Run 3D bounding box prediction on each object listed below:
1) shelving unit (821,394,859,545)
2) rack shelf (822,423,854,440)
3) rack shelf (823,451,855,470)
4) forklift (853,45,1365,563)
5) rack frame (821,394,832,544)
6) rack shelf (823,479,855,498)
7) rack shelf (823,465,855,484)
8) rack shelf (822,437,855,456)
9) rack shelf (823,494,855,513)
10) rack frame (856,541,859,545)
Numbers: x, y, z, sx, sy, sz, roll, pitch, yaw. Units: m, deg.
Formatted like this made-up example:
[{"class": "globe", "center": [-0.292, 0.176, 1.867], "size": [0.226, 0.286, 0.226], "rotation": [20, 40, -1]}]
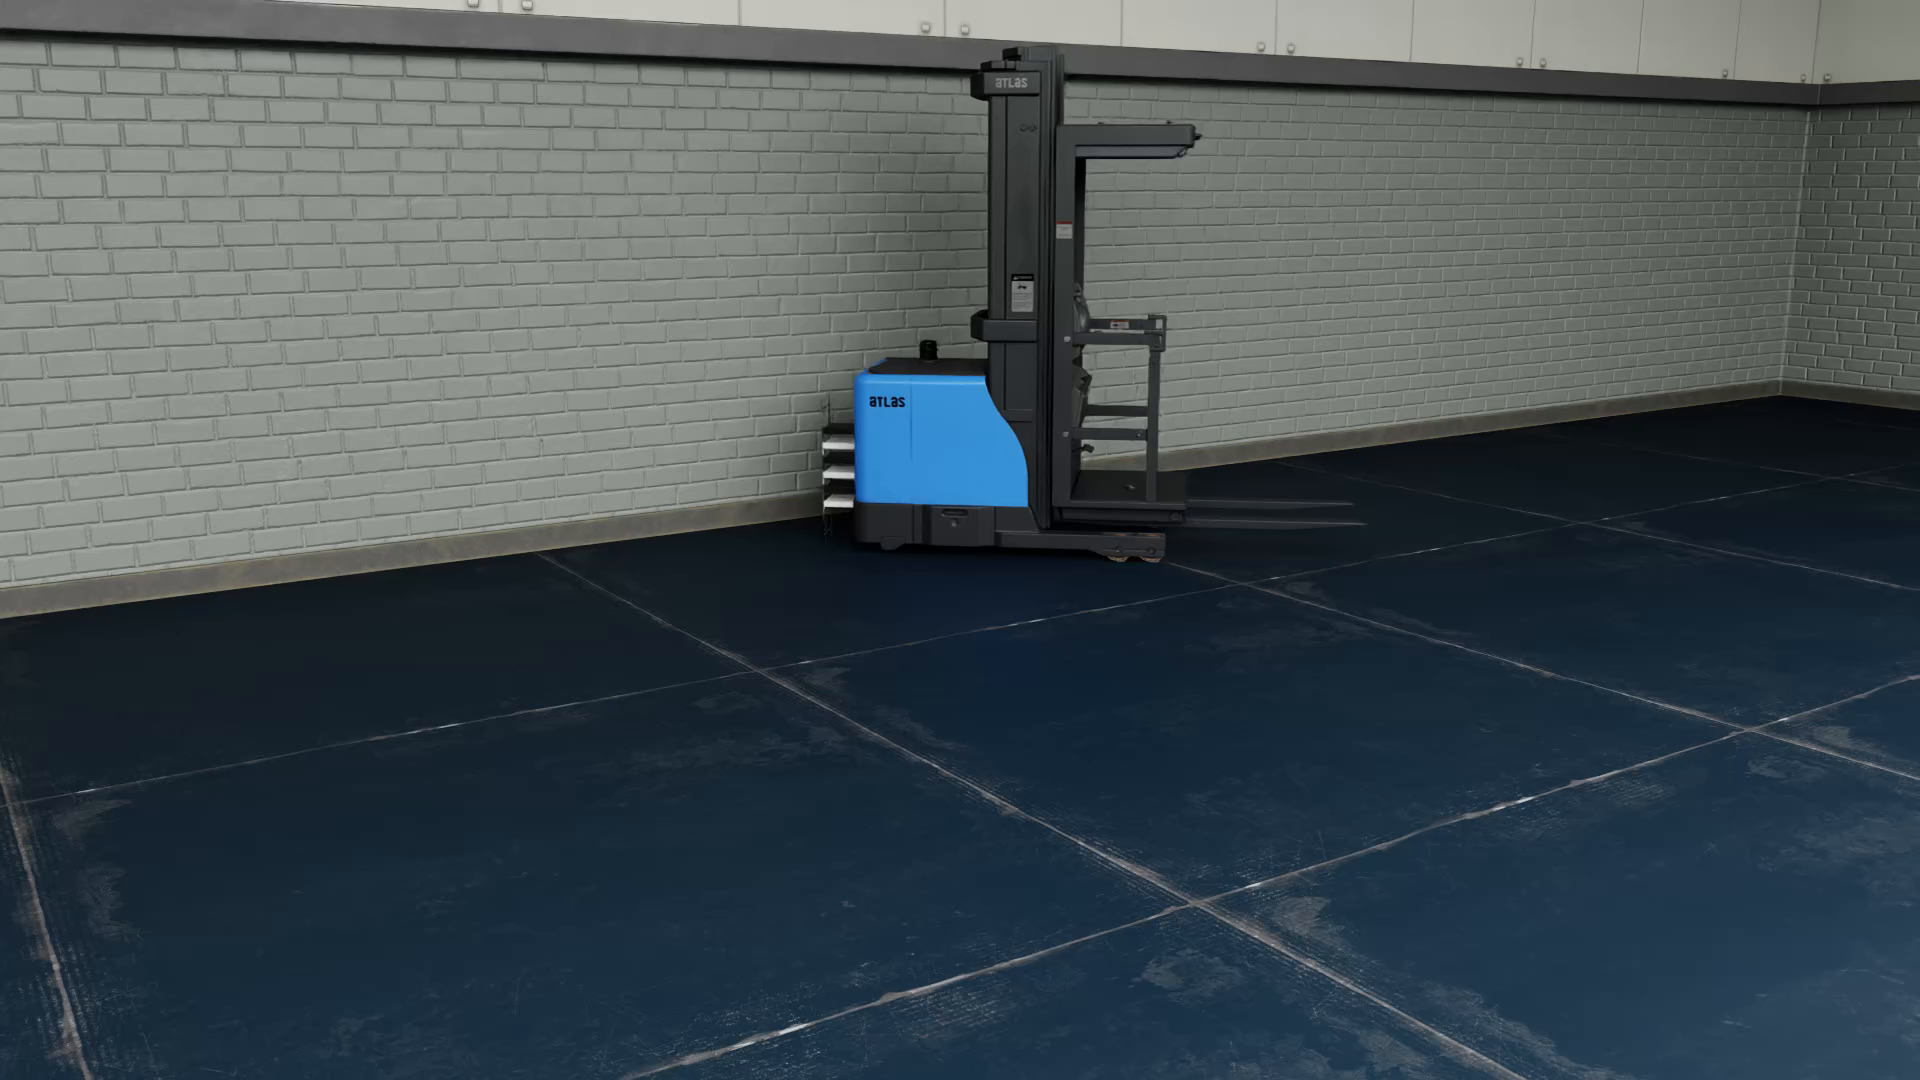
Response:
[{"class": "shelving unit", "center": [-0.721, -0.436, 10.247], "size": [0.210, 0.900, 0.258], "rotation": [2, 12, 7]}, {"class": "rack shelf", "center": [-0.721, -0.667, 10.197], "size": [0.200, 0.077, 0.258], "rotation": [2, 12, 7]}, {"class": "rack shelf", "center": [-0.721, -0.491, 10.235], "size": [0.200, 0.077, 0.258], "rotation": [2, 12, 7]}, {"class": "forklift", "center": [0.913, -1.419, 9.989], "size": [3.031, 2.935, 1.130], "rotation": [2, 12, 7]}, {"class": "rack frame", "center": [-0.822, -0.438, 10.260], "size": [0.006, 0.900, 0.240], "rotation": [2, 12, 7]}, {"class": "rack shelf", "center": [-0.721, -0.315, 10.273], "size": [0.200, 0.077, 0.258], "rotation": [2, 12, 7]}, {"class": "rack shelf", "center": [-0.721, -0.403, 10.254], "size": [0.200, 0.077, 0.258], "rotation": [2, 12, 7]}, {"class": "rack shelf", "center": [-0.721, -0.579, 10.216], "size": [0.200, 0.077, 0.258], "rotation": [2, 12, 7]}, {"class": "rack shelf", "center": [-0.721, -0.227, 10.293], "size": [0.200, 0.077, 0.258], "rotation": [2, 12, 7]}, {"class": "rack frame", "center": [-0.620, -0.433, 10.234], "size": [0.006, 0.900, 0.240], "rotation": [2, 12, 7]}]
